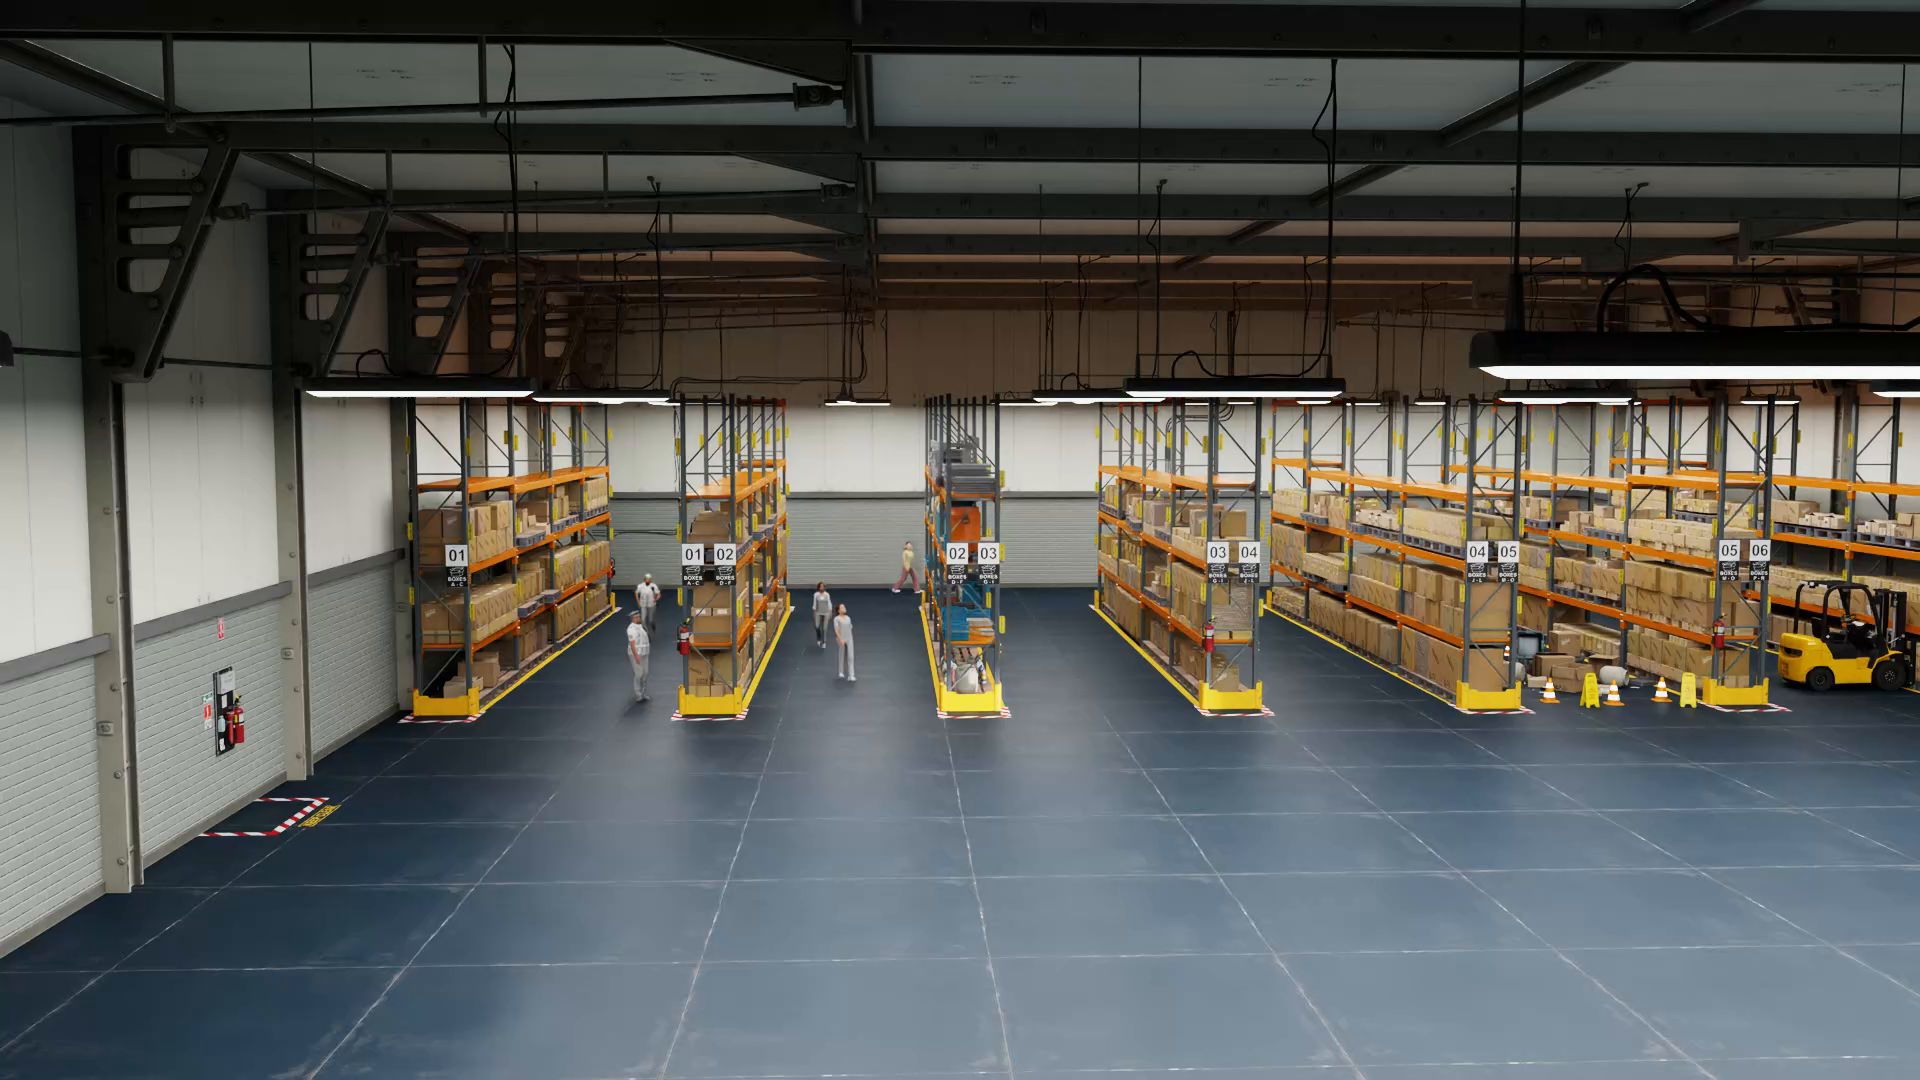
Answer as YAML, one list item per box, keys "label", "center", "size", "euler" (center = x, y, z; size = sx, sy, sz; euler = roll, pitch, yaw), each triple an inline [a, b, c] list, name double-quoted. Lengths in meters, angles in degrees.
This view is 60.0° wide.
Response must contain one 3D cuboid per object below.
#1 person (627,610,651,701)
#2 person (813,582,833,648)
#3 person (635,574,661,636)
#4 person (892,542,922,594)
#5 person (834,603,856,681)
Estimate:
- label: "person"
  center: [-6.308, 2.292, 32.858]
  size: [0.519, 1.841, 0.557]
  euler: [2, 5, 28]
- label: "person"
  center: [-3.268, 1.839, 39.548]
  size: [0.469, 1.491, 0.463]
  euler: [-1, 5, -7]
- label: "person"
  center: [-7.738, 1.681, 41.197]
  size: [0.639, 1.690, 0.724]
  euler: [0, 5, 4]
- label: "person"
  center: [-1.602, 0.860, 51.357]
  size: [1.004, 1.623, 0.538]
  euler: [1, 5, 13]
- label: "person"
  center: [-2.434, 2.137, 34.916]
  size: [0.434, 1.598, 0.989]
  euler: [-1, 5, -11]
